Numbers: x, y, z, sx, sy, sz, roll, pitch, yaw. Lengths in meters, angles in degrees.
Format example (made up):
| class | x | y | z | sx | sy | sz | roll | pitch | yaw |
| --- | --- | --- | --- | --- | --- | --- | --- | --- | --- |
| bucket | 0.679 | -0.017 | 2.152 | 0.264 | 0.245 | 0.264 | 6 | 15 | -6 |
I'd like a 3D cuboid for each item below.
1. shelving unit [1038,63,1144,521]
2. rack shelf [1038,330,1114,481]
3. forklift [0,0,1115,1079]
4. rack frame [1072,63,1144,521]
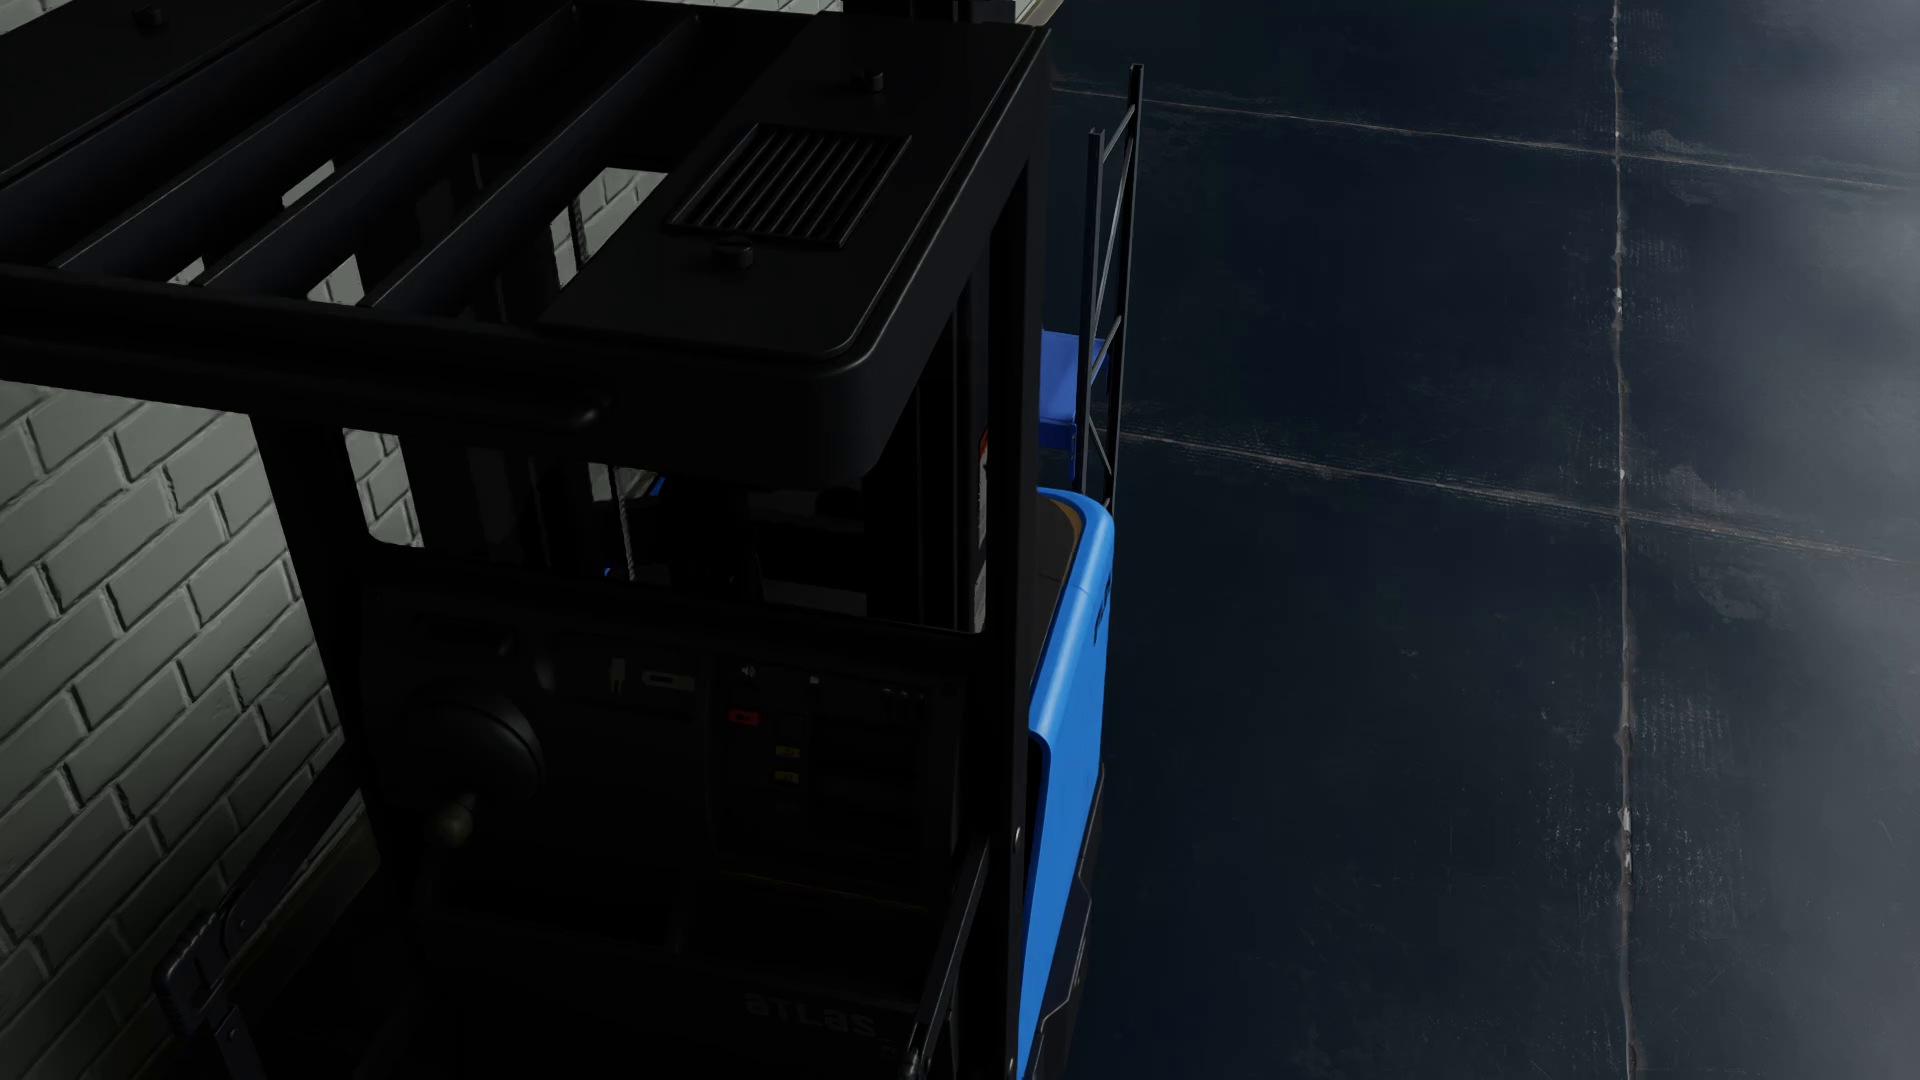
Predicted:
| class | x | y | z | sx | sy | sz | roll | pitch | yaw |
| --- | --- | --- | --- | --- | --- | --- | --- | --- | --- |
| shelving unit | -0.081 | -0.619 | 4.826 | 1.048 | 1.500 | 0.538 | 10 | 38 | 14 |
| rack shelf | -0.081 | -0.474 | 4.933 | 1.000 | 0.185 | 0.538 | 10 | 38 | 14 |
| forklift | -0.498 | 0.369 | 2.276 | 1.130 | 2.935 | 3.031 | 8 | 37 | 11 |
| rack frame | 0.404 | -0.529 | 4.704 | 0.032 | 1.500 | 0.500 | 10 | 38 | 14 |
